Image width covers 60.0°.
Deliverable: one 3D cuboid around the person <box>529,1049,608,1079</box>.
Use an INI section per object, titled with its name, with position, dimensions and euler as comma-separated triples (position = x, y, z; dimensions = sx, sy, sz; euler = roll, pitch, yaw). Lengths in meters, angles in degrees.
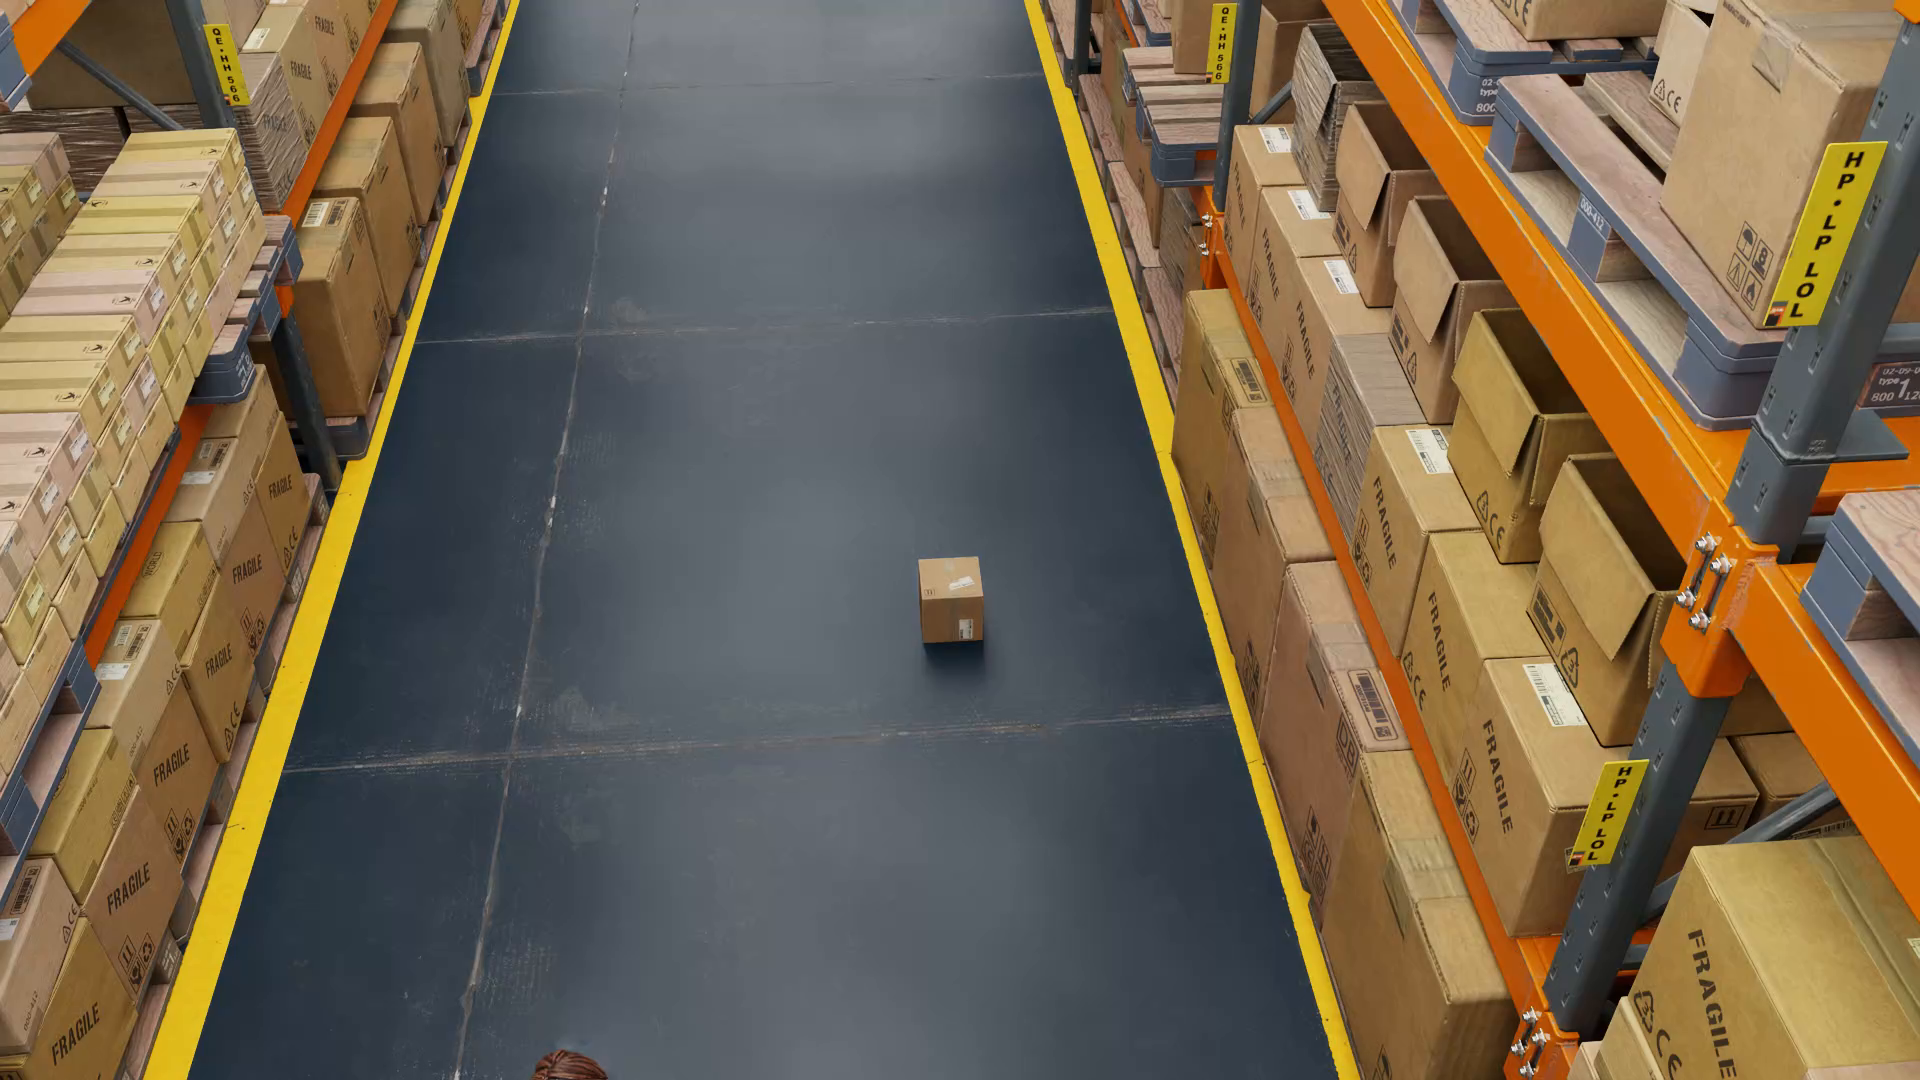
[person]
position = -0.899, 1.803, 3.966
dimensions = 0.424, 1.565, 0.837
euler = 12, 41, 14
